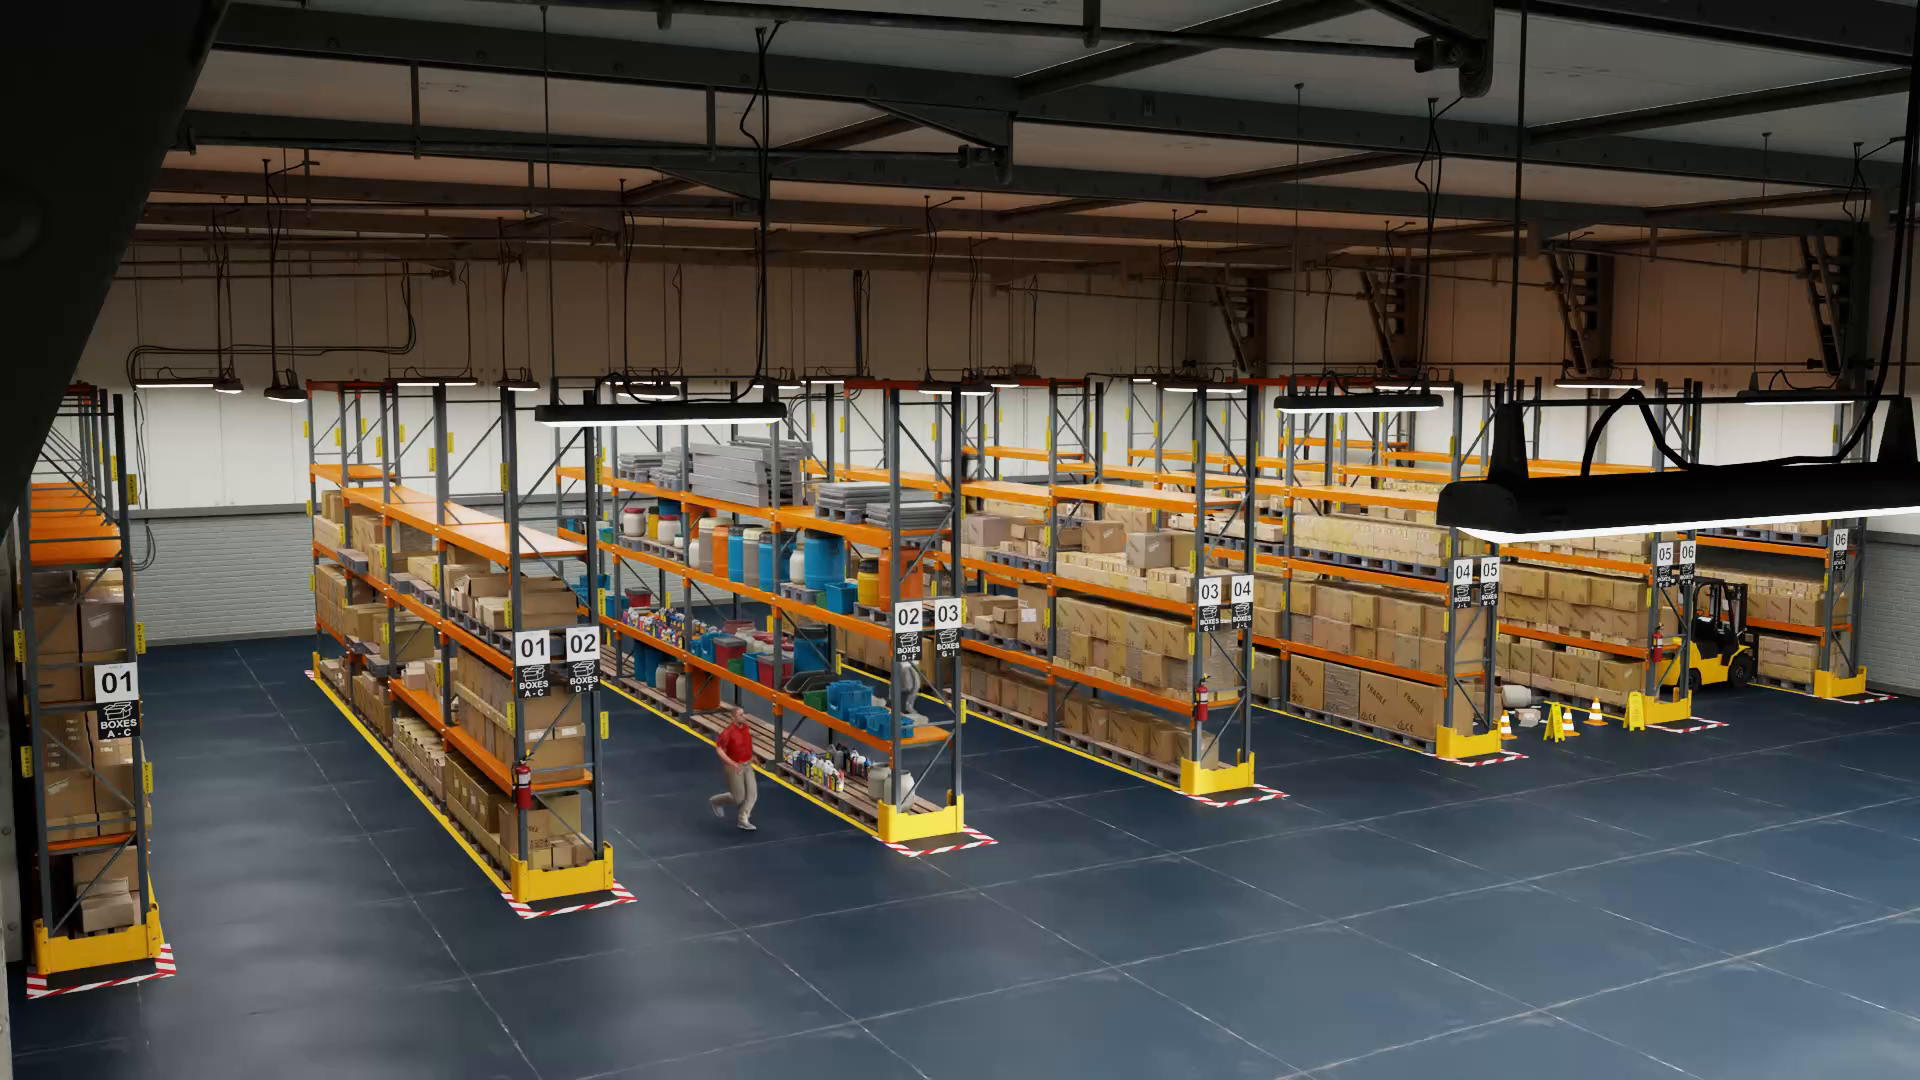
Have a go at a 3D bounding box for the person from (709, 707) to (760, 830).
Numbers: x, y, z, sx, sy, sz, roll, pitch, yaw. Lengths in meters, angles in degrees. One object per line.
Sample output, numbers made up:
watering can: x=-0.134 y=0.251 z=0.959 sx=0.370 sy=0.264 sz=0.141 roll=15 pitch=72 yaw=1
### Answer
person: x=-3.067 y=3.097 z=22.660 sx=0.715 sy=1.680 sz=0.671 roll=4 pitch=7 yaw=33

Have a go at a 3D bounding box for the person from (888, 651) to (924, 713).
person: x=-0.989 y=2.273 z=30.294 sx=0.715 sy=1.720 sz=0.643 roll=-5 pitch=8 yaw=-41
